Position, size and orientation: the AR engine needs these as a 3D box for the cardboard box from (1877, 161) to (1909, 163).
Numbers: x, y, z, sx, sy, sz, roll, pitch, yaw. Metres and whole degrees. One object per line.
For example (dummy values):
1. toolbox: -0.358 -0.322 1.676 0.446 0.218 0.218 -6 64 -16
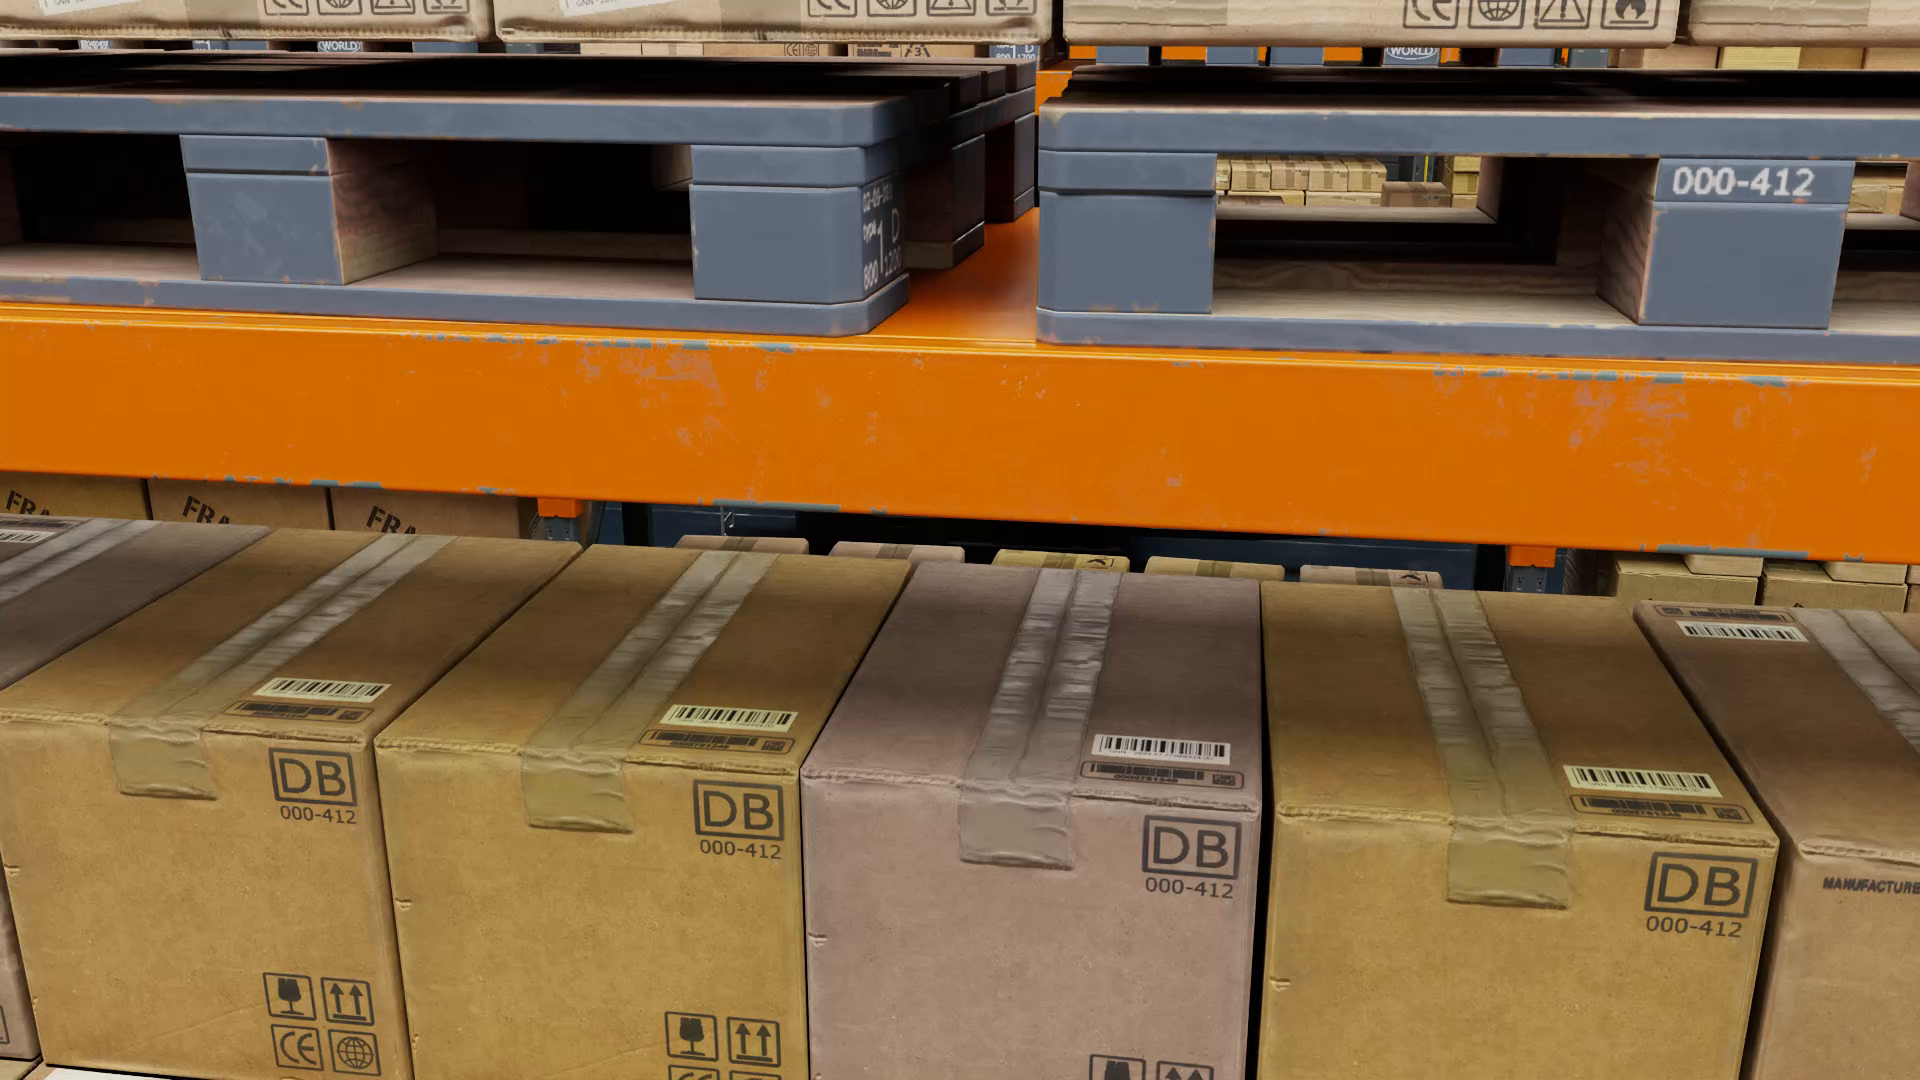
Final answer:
1. cardboard box: 5.912 -2.417 10.652 0.250 0.149 0.380 3 19 9

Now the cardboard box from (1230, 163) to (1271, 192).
1. cardboard box: 1.951 -2.438 11.182 0.250 0.149 0.380 2 19 7

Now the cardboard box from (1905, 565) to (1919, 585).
1. cardboard box: 3.739 0.047 6.404 0.250 0.149 0.380 4 19 12

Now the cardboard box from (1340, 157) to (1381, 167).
1. cardboard box: 2.782 -2.567 11.569 0.250 0.149 0.380 2 19 7

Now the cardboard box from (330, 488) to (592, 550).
1. cardboard box: -2.307 -0.026 7.840 0.875 0.875 0.875 3 19 8

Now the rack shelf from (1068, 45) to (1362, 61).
1. rack shelf: 1.120 -3.309 11.373 4.000 0.370 1.077 3 19 9

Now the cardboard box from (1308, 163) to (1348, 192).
1. cardboard box: 2.465 -2.437 11.181 0.250 0.149 0.380 3 19 8

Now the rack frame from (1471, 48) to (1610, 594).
1. rack frame: 2.311 -0.572 6.786 0.127 3.000 1.000 3 19 9

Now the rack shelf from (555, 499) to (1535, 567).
1. rack shelf: 0.337 -0.332 7.201 4.000 0.370 1.077 3 19 9

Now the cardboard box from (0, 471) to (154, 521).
1. cardboard box: -4.069 -0.117 8.113 0.875 0.875 0.875 3 19 10

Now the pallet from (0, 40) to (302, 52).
1. pallet: -3.387 -2.178 7.154 1.213 0.211 1.003 4 19 11

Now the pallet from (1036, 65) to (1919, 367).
1. pallet: 0.713 -0.379 1.782 1.217 0.209 0.805 2 19 6

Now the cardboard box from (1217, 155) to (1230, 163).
1. cardboard box: 1.782 -2.637 11.777 0.250 0.149 0.380 3 19 9

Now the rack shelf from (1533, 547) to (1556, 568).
1. rack shelf: 4.286 -0.130 6.599 4.000 0.370 1.077 3 19 9

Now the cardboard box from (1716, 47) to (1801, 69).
1. cardboard box: 2.829 -1.752 5.979 0.250 0.149 0.380 3 19 9

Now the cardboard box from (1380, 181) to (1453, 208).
1. cardboard box: 1.903 -1.402 6.955 0.250 0.149 0.380 3 19 8

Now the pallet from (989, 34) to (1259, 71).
1. pallet: 0.694 -2.021 6.685 1.003 0.211 1.213 3 19 9

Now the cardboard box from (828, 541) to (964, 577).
1. cardboard box: -0.352 0.340 7.540 0.625 0.372 0.950 3 19 8

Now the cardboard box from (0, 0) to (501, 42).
1. cardboard box: -0.642 -0.688 1.726 0.500 0.311 0.500 3 19 8

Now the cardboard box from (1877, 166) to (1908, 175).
1. cardboard box: 3.704 -1.078 6.097 0.500 0.500 0.700 3 19 7

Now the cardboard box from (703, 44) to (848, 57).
1. cardboard box: -0.704 -2.193 6.744 0.500 0.500 0.700 3 19 9

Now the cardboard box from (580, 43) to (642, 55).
1. cardboard box: -1.354 -2.008 6.745 0.250 0.149 0.380 3 19 9

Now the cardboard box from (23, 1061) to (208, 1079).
1. cardboard box: -0.923 0.892 2.251 0.500 0.500 0.500 3 19 9

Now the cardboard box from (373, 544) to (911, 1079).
1. cardboard box: -0.371 0.362 2.260 0.500 0.500 0.700 3 19 8

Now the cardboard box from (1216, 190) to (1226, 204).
1. cardboard box: 1.557 -2.289 11.366 0.500 0.250 0.500 3 19 10

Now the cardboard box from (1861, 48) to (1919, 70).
1. cardboard box: 3.333 -1.749 5.973 0.250 0.149 0.380 3 19 10

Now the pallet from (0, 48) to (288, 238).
1. pallet: -1.679 -0.535 2.244 1.003 0.211 1.213 4 19 11

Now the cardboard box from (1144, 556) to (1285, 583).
1. cardboard box: 1.083 0.414 7.318 0.625 0.372 0.950 4 19 12

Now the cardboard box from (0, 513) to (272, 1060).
1. cardboard box: -1.382 0.312 2.411 0.500 0.500 0.700 3 19 8

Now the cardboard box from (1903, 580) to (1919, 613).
1. cardboard box: 3.893 0.341 6.546 0.500 0.500 0.500 4 19 12

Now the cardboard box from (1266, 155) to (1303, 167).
1. cardboard box: 2.279 -2.610 11.697 0.250 0.149 0.380 3 19 8

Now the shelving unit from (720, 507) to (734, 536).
1. shelving unit: -1.148 -0.612 9.741 0.503 1.200 0.258 2 19 6

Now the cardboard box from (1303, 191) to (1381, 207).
1. cardboard box: 2.570 -2.238 11.213 0.500 0.250 0.500 3 19 7

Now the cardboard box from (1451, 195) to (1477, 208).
1. cardboard box: 3.492 -2.071 11.107 0.500 0.500 0.500 2 19 7

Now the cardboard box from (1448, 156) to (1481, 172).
1. cardboard box: 3.363 -2.515 10.942 0.250 0.149 0.380 3 19 10

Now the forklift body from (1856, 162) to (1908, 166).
1. forklift body: 4.883 -1.047 9.544 1.214 2.155 2.313 3 19 9

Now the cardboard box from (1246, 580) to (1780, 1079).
1. cardboard box: 0.627 0.414 2.106 0.500 0.500 0.700 3 19 8

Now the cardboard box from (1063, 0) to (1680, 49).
1. cardboard box: 0.372 -0.607 1.581 0.500 0.250 0.500 3 19 8

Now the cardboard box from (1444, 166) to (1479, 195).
1. cardboard box: 3.368 -2.384 11.021 0.250 0.149 0.380 3 19 8

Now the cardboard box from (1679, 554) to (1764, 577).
1. cardboard box: 2.965 0.009 6.517 0.250 0.149 0.380 3 19 9

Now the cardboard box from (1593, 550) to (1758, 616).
1. cardboard box: 2.851 0.291 6.695 0.500 0.500 0.500 4 19 11

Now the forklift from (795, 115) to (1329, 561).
1. forklift: 0.621 -1.367 9.269 3.031 2.935 1.130 2 19 6

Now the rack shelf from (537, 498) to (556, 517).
1. rack shelf: -3.613 -0.533 7.802 4.000 0.370 1.077 3 19 9
